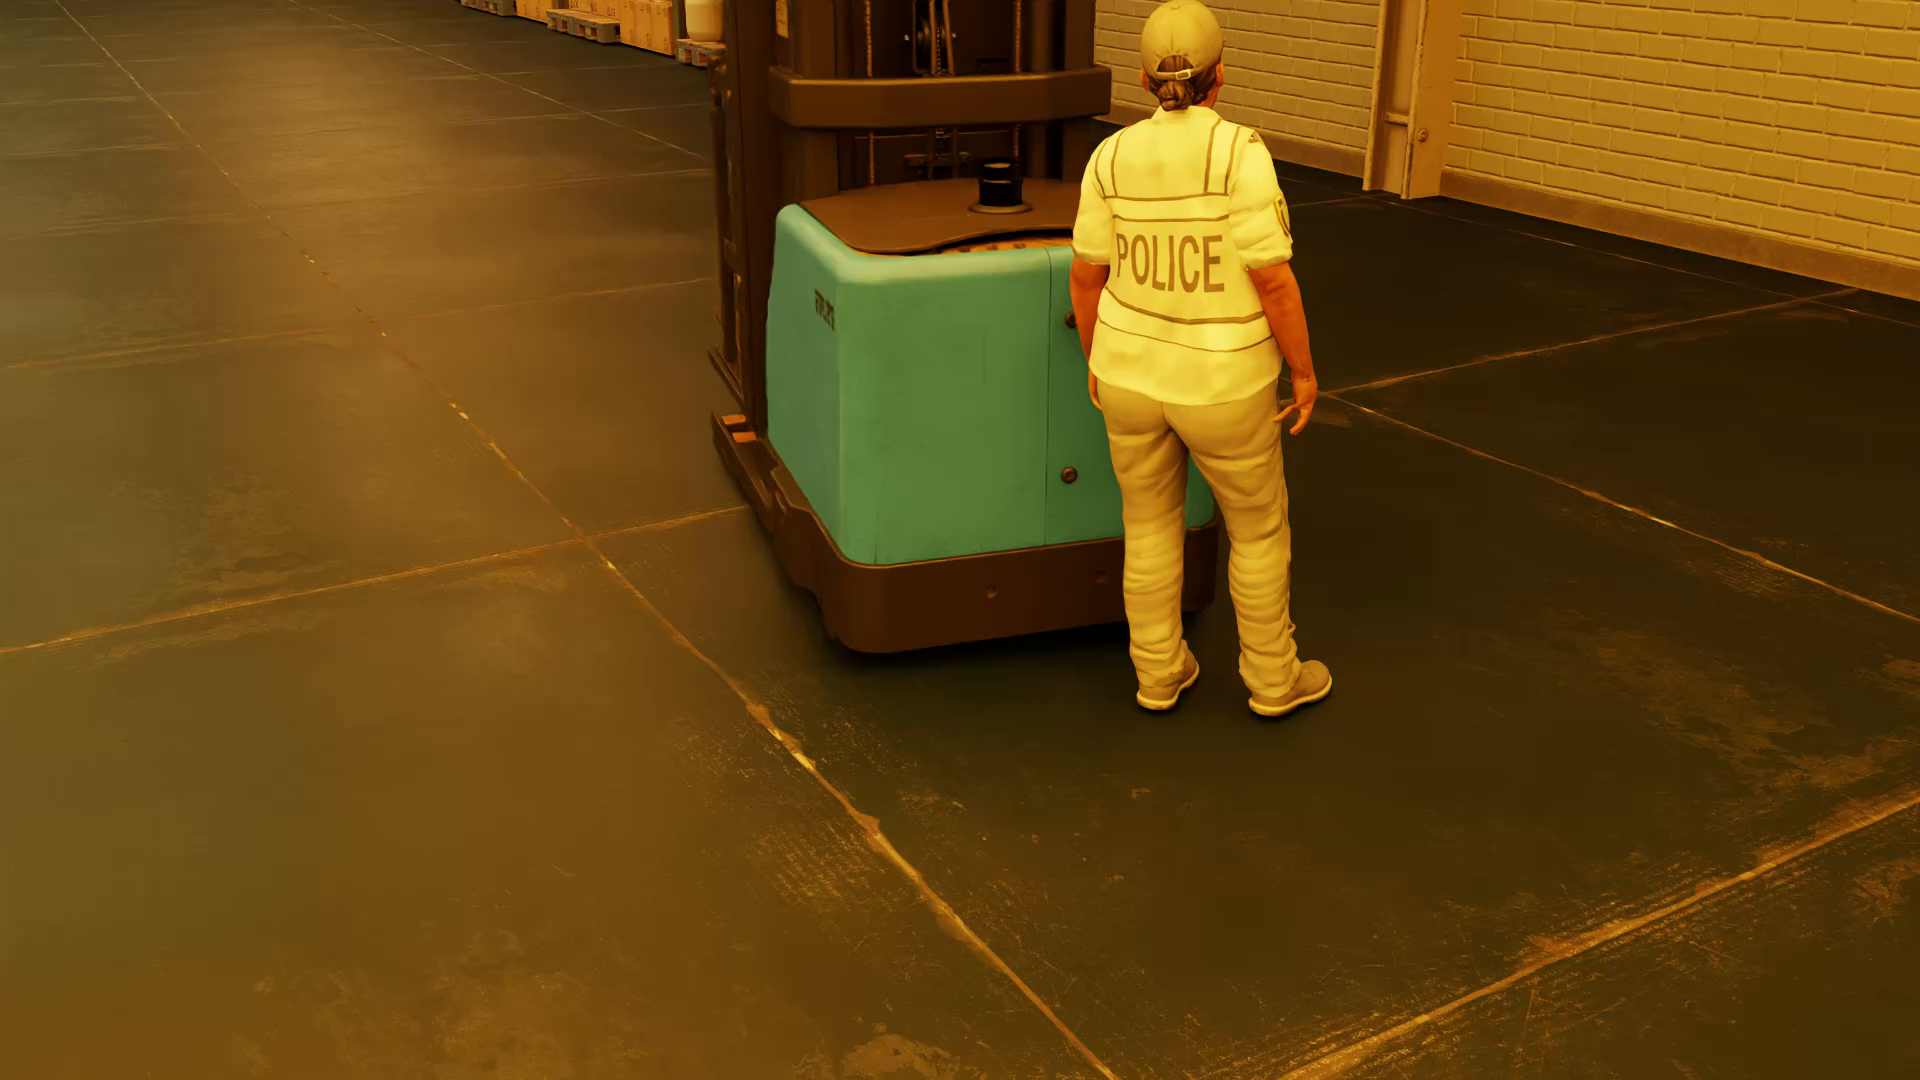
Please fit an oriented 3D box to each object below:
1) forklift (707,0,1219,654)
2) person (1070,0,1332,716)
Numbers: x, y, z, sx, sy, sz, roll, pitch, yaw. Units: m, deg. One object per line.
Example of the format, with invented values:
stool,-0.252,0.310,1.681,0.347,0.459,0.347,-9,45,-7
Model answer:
forklift,-0.231,-1.597,5.165,1.130,2.935,3.031,-7,23,-16
person,0.576,-0.382,3.852,0.599,1.670,0.529,13,25,28
